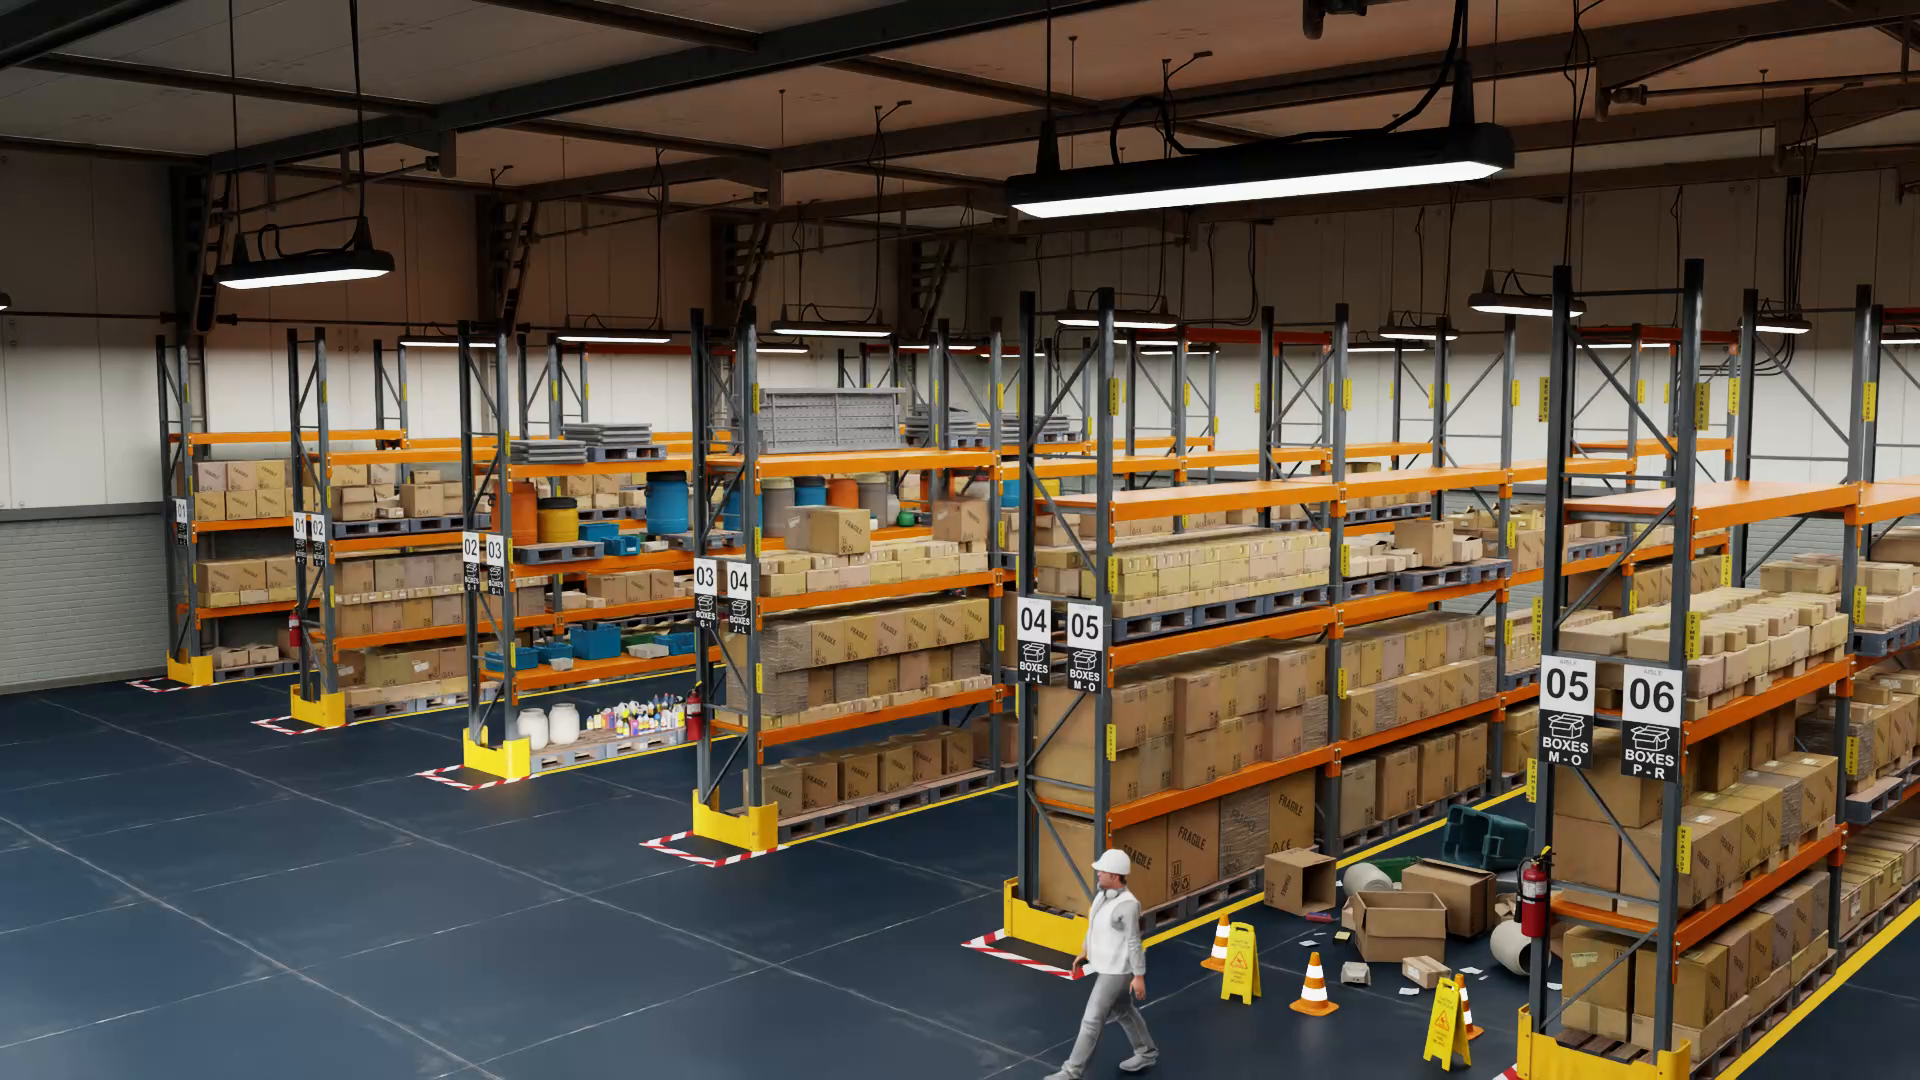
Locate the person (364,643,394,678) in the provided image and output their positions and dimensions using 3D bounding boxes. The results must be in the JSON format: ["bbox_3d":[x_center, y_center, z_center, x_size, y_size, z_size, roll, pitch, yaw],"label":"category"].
[{"bbox_3d":[-9.987,1.627,28.507,0.575,1.671,1.044,2,6,22],"label":"person"}]

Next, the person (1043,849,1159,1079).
[{"bbox_3d":[1.037,3.134,12.297,0.989,1.719,0.581,-1,6,-13],"label":"person"}]
